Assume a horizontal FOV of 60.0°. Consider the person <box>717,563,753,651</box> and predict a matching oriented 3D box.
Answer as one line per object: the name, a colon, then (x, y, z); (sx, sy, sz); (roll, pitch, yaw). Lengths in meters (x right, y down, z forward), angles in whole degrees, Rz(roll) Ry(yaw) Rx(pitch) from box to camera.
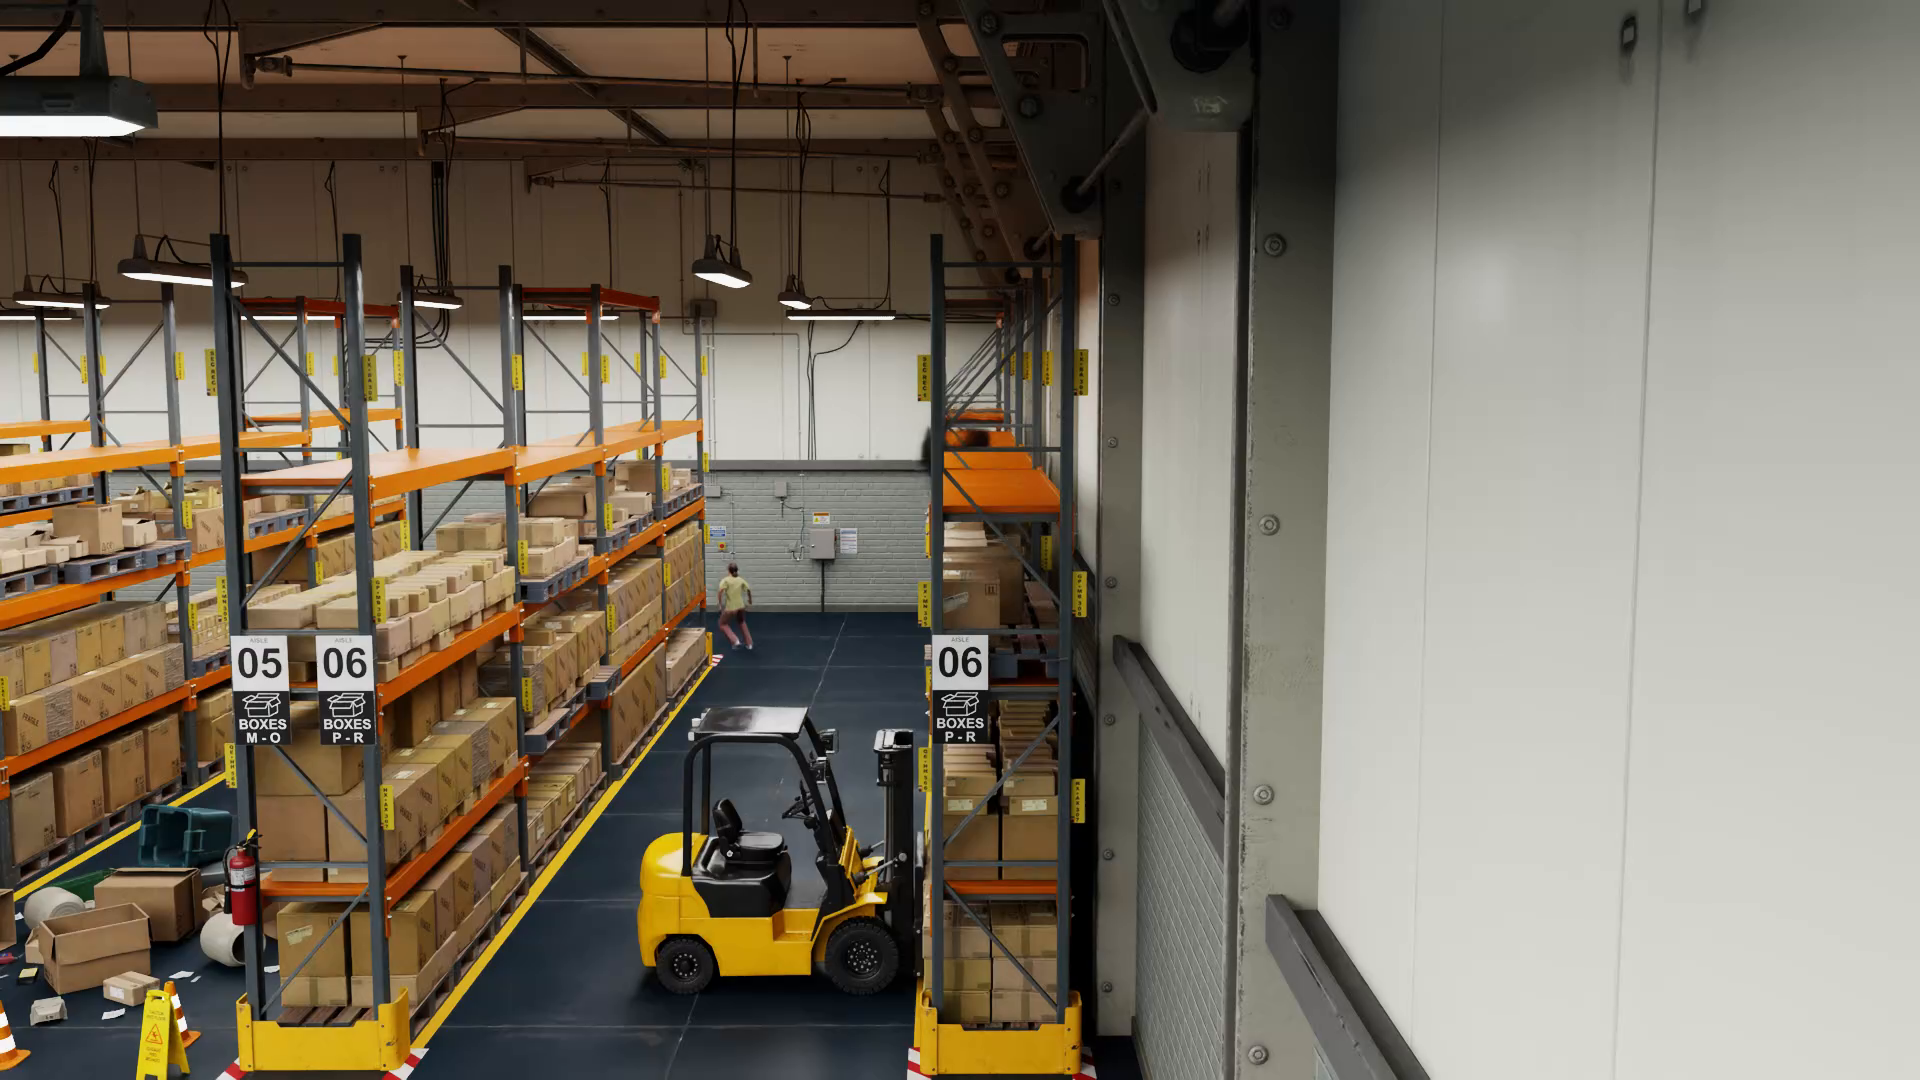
person: (-3.927, 1.254, 29.207); (0.795, 1.422, 0.468); (-6, 8, -41)
